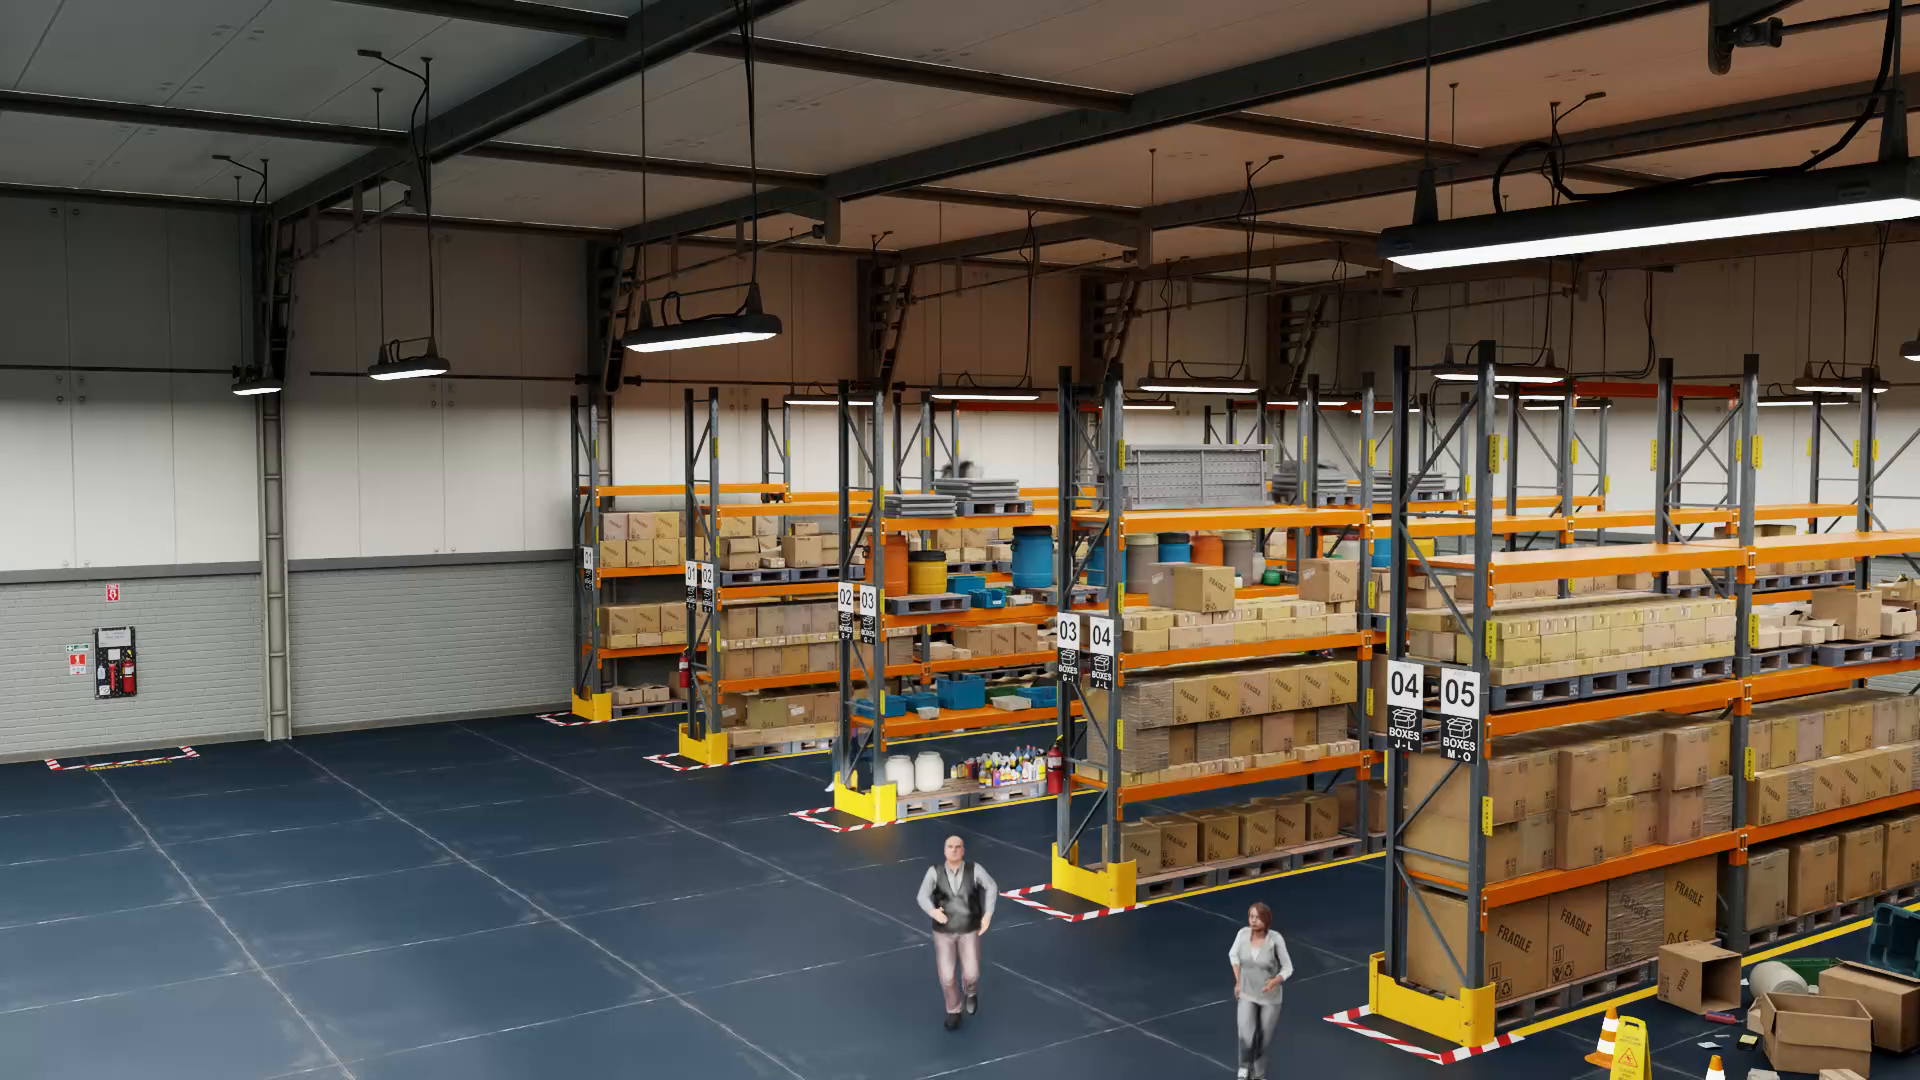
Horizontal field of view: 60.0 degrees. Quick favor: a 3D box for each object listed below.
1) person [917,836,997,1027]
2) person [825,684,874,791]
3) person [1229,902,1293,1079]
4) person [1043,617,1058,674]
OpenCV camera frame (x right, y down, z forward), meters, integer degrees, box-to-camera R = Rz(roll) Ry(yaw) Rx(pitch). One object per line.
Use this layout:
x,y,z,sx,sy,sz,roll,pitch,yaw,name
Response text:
-0.029,3.440,14.551,0.708,1.692,0.555,0,3,1,person
-1.620,2.919,24.710,0.911,1.583,0.517,-2,4,-36,person
2.324,3.598,12.953,0.519,1.567,0.563,1,4,18,person
1.864,2.359,33.396,0.590,1.636,0.628,-2,4,-28,person
